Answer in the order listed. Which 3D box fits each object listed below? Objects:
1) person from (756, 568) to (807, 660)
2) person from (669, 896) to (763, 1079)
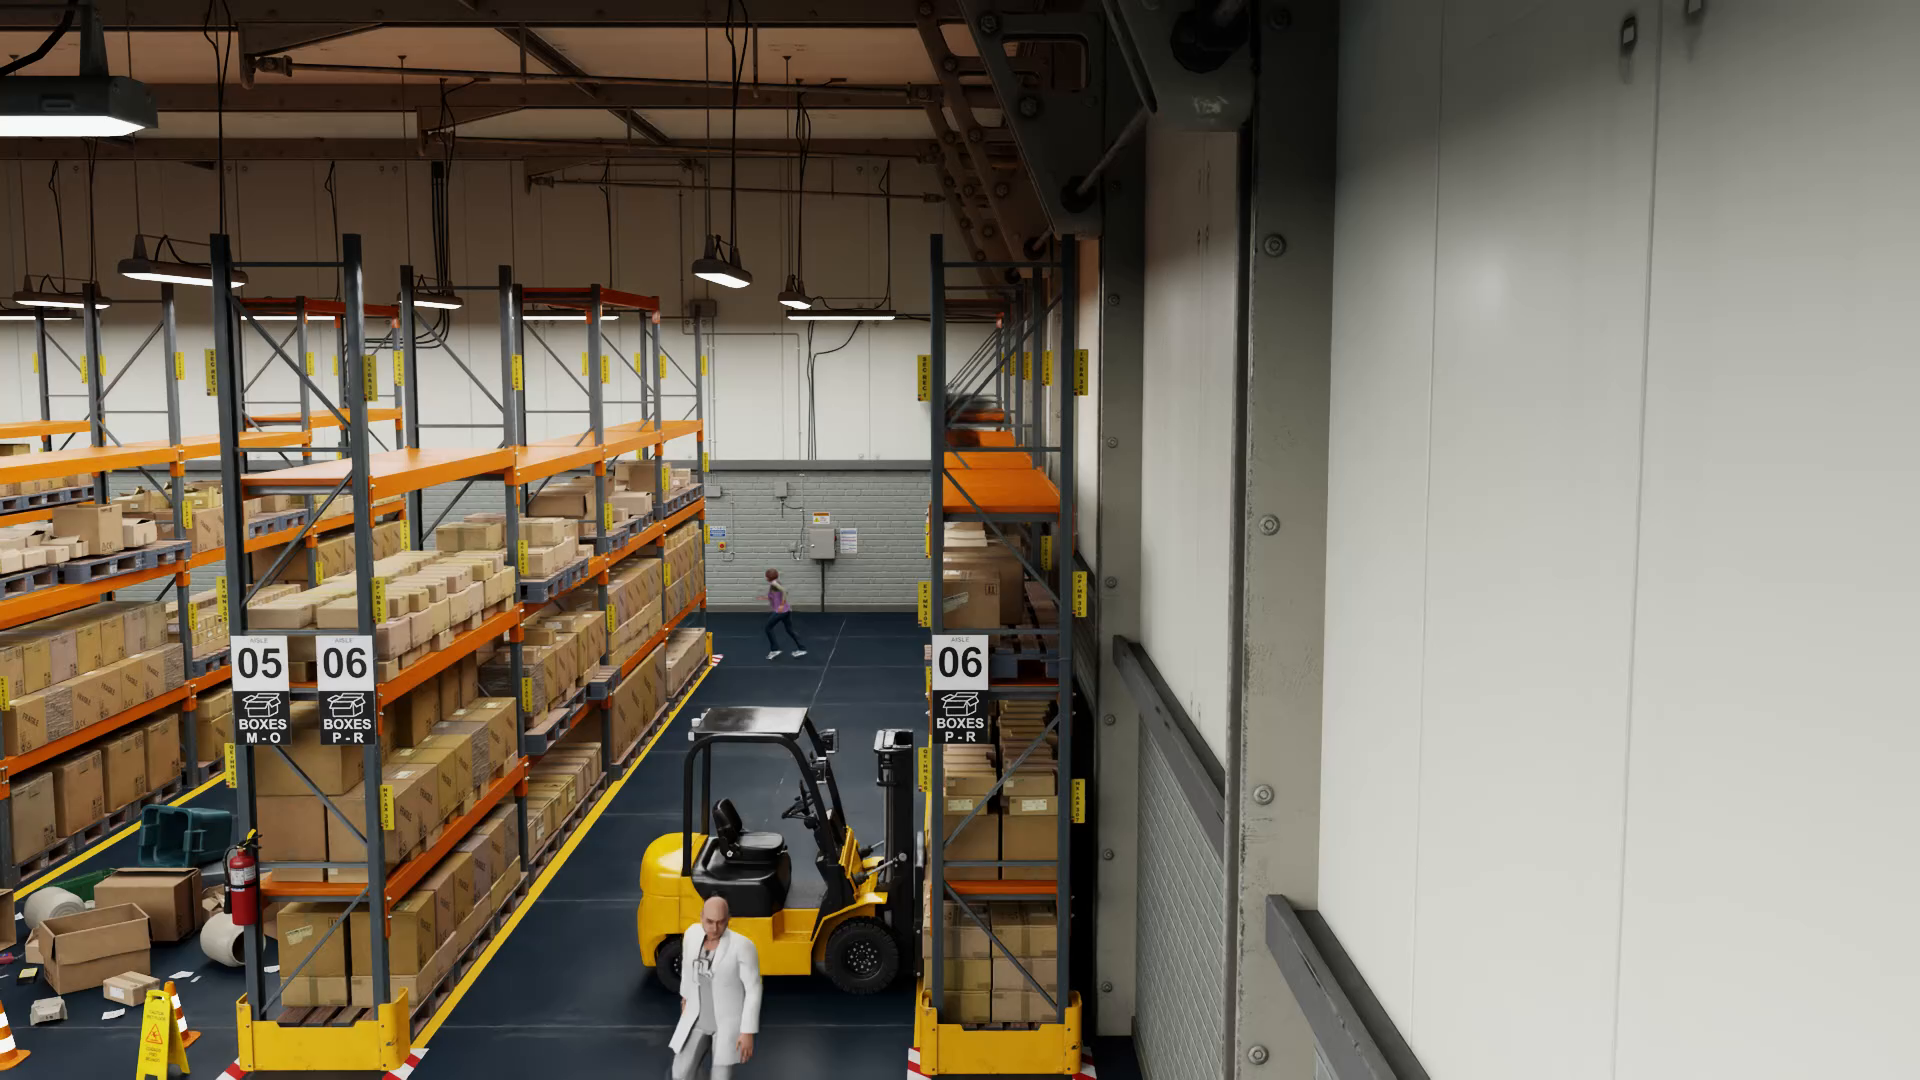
[{"bbox_3d":[-3.060,1.263,28.409,0.904,1.561,0.533,1,6,11],"label":"person"},{"bbox_3d":[-1.583,3.115,10.834,0.740,1.745,0.570,2,7,18],"label":"person"}]
